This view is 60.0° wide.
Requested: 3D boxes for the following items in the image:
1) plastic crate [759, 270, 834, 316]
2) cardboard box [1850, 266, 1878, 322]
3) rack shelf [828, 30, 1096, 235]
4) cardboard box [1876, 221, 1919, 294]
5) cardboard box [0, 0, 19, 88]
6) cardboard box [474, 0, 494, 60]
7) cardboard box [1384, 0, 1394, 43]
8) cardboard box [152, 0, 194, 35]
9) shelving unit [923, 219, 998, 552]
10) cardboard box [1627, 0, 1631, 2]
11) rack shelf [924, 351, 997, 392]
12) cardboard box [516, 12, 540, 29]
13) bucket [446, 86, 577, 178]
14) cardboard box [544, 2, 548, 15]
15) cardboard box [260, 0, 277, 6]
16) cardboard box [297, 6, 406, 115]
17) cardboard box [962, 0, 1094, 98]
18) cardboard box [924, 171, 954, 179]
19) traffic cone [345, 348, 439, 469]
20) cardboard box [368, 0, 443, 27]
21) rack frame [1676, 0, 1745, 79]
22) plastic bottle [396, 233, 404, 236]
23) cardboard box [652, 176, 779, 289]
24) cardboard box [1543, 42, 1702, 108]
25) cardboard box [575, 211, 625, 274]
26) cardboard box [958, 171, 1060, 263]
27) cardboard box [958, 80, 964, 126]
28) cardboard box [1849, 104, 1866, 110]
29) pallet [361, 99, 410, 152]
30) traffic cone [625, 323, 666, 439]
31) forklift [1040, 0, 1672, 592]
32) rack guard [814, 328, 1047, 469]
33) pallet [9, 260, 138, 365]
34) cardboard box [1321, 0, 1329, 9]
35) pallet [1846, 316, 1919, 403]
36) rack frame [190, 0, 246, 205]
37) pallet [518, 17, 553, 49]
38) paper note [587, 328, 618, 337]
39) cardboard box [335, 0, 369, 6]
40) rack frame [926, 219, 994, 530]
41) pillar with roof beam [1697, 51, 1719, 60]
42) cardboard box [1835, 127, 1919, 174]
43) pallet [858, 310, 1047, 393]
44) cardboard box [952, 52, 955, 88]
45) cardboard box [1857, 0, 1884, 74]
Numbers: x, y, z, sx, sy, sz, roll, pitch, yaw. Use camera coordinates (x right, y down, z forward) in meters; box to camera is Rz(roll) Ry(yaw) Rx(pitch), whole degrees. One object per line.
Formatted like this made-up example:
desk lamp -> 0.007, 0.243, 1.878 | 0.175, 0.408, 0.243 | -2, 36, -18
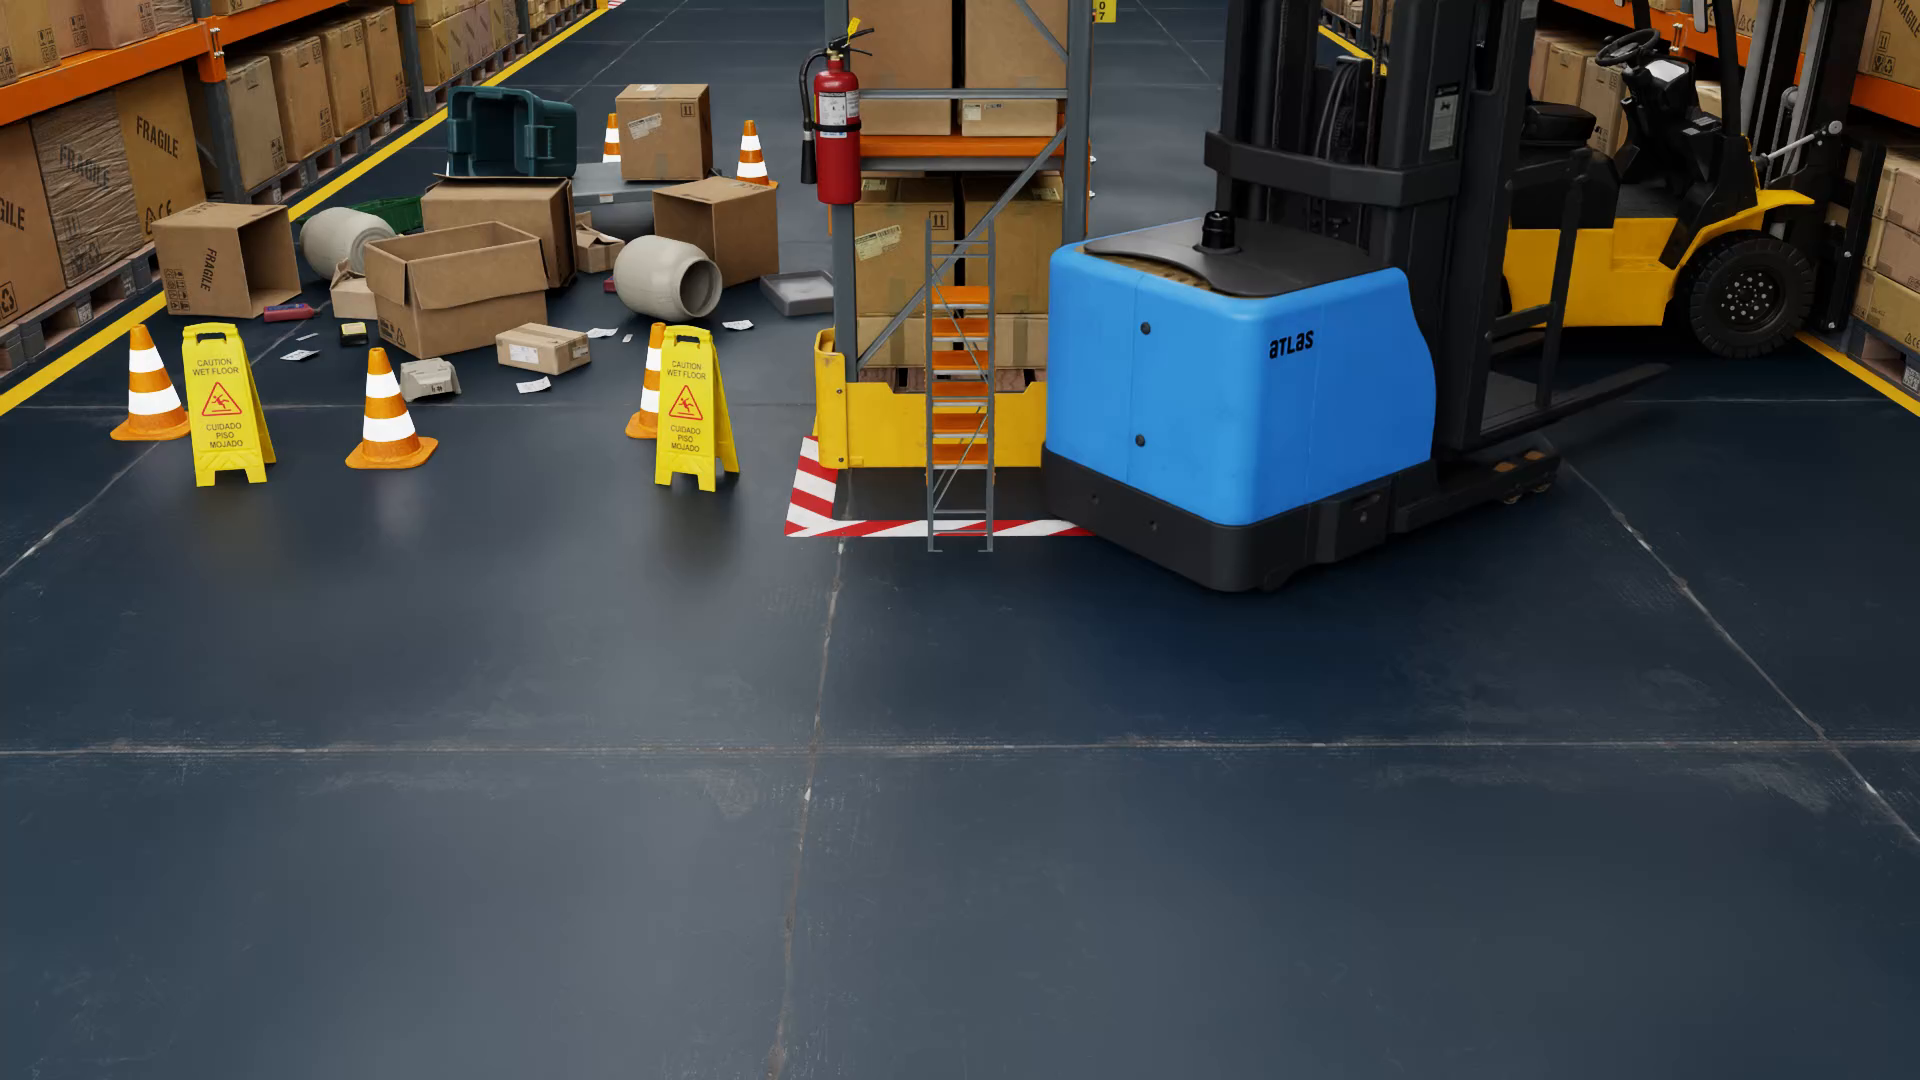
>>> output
plastic crate -> -0.852, -1.372, 9.186 | 0.402, 0.080, 0.583 | -9, 26, -19
cardboard box -> 4.644, -1.270, 8.246 | 0.500, 0.250, 0.500 | 0, 24, 0
rack shelf -> -0.028, -2.201, 8.349 | 1.077, 0.370, 4.000 | 0, 24, -1
cardboard box -> 4.645, -1.301, 7.706 | 0.500, 0.250, 0.500 | 0, 24, -1
cardboard box -> -4.912, -2.320, 7.557 | 0.875, 0.550, 0.550 | 0, 24, -1
cardboard box -> -4.819, -4.911, 15.993 | 0.500, 0.500, 0.500 | -1, 24, -2
cardboard box -> 4.623, -5.306, 16.865 | 0.500, 0.500, 0.500 | -1, 24, -1
cardboard box -> -4.982, -3.205, 9.515 | 0.875, 0.550, 0.550 | 0, 24, -1
shelving unit -> 0.000, -0.541, 5.989 | 0.258, 1.200, 0.189 | 0, 24, -1
cardboard box -> 4.636, -3.722, 11.022 | 0.500, 0.250, 0.500 | 0, 24, -1
rack shelf -> 0.000, -0.609, 5.958 | 0.258, 0.103, 0.180 | 0, 24, -1
cardboard box -> -4.768, -5.629, 18.007 | 0.380, 0.149, 0.250 | -1, 24, -3
bucket -> -2.691, -2.444, 10.142 | 0.726, 0.611, 0.620 | 8, 16, 18
cardboard box -> -4.916, -6.056, 18.951 | 0.380, 0.149, 0.250 | -1, 24, -3
cardboard box -> -4.741, -3.760, 10.803 | 0.500, 0.500, 0.500 | 0, 24, 0
cardboard box -> -5.125, -3.852, 13.348 | 1.050, 0.750, 0.750 | -1, 24, -1
cardboard box -> 0.266, -2.082, 6.731 | 0.500, 0.500, 0.500 | -1, 24, -1
cardboard box -> -0.284, -1.529, 7.907 | 0.500, 0.500, 0.500 | 1, 24, 1
traffic cone -> -2.407, -0.575, 6.960 | 0.336, 0.463, 0.334 | 0, 24, -1
cardboard box -> -4.807, -4.617, 14.431 | 0.500, 0.250, 0.500 | -1, 24, -3
rack frame -> 4.914, -3.377, 10.076 | 1.000, 3.000, 0.127 | 0, 24, -1
plastic bottle -> -3.486, -1.843, 10.251 | 0.133, 0.061, 0.283 | -14, 28, -28
cardboard box -> -1.398, -1.767, 9.548 | 0.500, 0.500, 0.500 | 19, 30, 35
cardboard box -> 4.886, -3.331, 12.346 | 0.875, 0.625, 0.625 | -1, 24, -3
cardboard box -> -2.187, -1.762, 9.823 | 0.258, 0.266, 0.396 | -19, 31, -36
cardboard box -> 0.251, -1.544, 7.940 | 0.500, 0.500, 0.500 | -1, 24, -3
cardboard box -> 0.180, -1.835, 6.972 | 0.380, 0.149, 0.250 | 0, 24, 0
cardboard box -> 5.133, -2.360, 9.442 | 0.500, 0.250, 0.500 | -1, 24, -1
pallet -> -5.108, -3.341, 13.382 | 1.003, 0.211, 1.213 | 0, 24, -1
traffic cone -> -1.300, -0.720, 7.281 | 0.336, 0.463, 0.334 | 0, 24, -1
forklift -> 1.780, -1.629, 6.296 | 3.031, 2.935, 1.130 | -18, 30, -34
rack guard -> -0.007, -0.597, 6.963 | 1.175, 0.500, 0.348 | 0, 24, -1
pallet -> -5.052, -1.201, 8.649 | 1.003, 0.211, 1.213 | 0, 24, -1
cardboard box -> 4.571, -6.551, 19.618 | 0.500, 0.500, 0.500 | 0, 24, 0
pallet -> 4.907, -0.773, 7.703 | 1.003, 0.211, 1.213 | 0, 24, -1
rack frame -> -4.998, -3.289, 9.882 | 1.000, 3.000, 0.127 | 0, 24, -1
pallet -> -5.128, -5.592, 18.357 | 1.003, 0.211, 1.213 | 0, 24, -1
paper note -> -1.866, -1.078, 8.610 | 0.148, 0.019, 0.142 | 8, 26, 18
cardboard box -> -5.311, -4.612, 14.421 | 0.500, 0.250, 0.500 | -1, 24, -2
rack frame -> -0.001, -0.578, 6.073 | 0.240, 1.200, 0.006 | 0, 24, -1
pillar with roof beam -> 1.481, -7.206, 11.263 | 9.100, 9.000, 0.400 | 0, 24, -1
cardboard box -> 4.616, -1.938, 8.509 | 0.500, 0.250, 0.500 | -1, 24, -2
pallet -> 0.020, -0.800, 7.763 | 1.003, 0.211, 1.213 | 0, 24, -1
cardboard box -> -0.214, -2.165, 7.702 | 0.380, 0.149, 0.250 | 0, 24, 0
cardboard box -> 4.671, -2.608, 8.254 | 0.500, 0.500, 0.500 | 0, 24, 0
